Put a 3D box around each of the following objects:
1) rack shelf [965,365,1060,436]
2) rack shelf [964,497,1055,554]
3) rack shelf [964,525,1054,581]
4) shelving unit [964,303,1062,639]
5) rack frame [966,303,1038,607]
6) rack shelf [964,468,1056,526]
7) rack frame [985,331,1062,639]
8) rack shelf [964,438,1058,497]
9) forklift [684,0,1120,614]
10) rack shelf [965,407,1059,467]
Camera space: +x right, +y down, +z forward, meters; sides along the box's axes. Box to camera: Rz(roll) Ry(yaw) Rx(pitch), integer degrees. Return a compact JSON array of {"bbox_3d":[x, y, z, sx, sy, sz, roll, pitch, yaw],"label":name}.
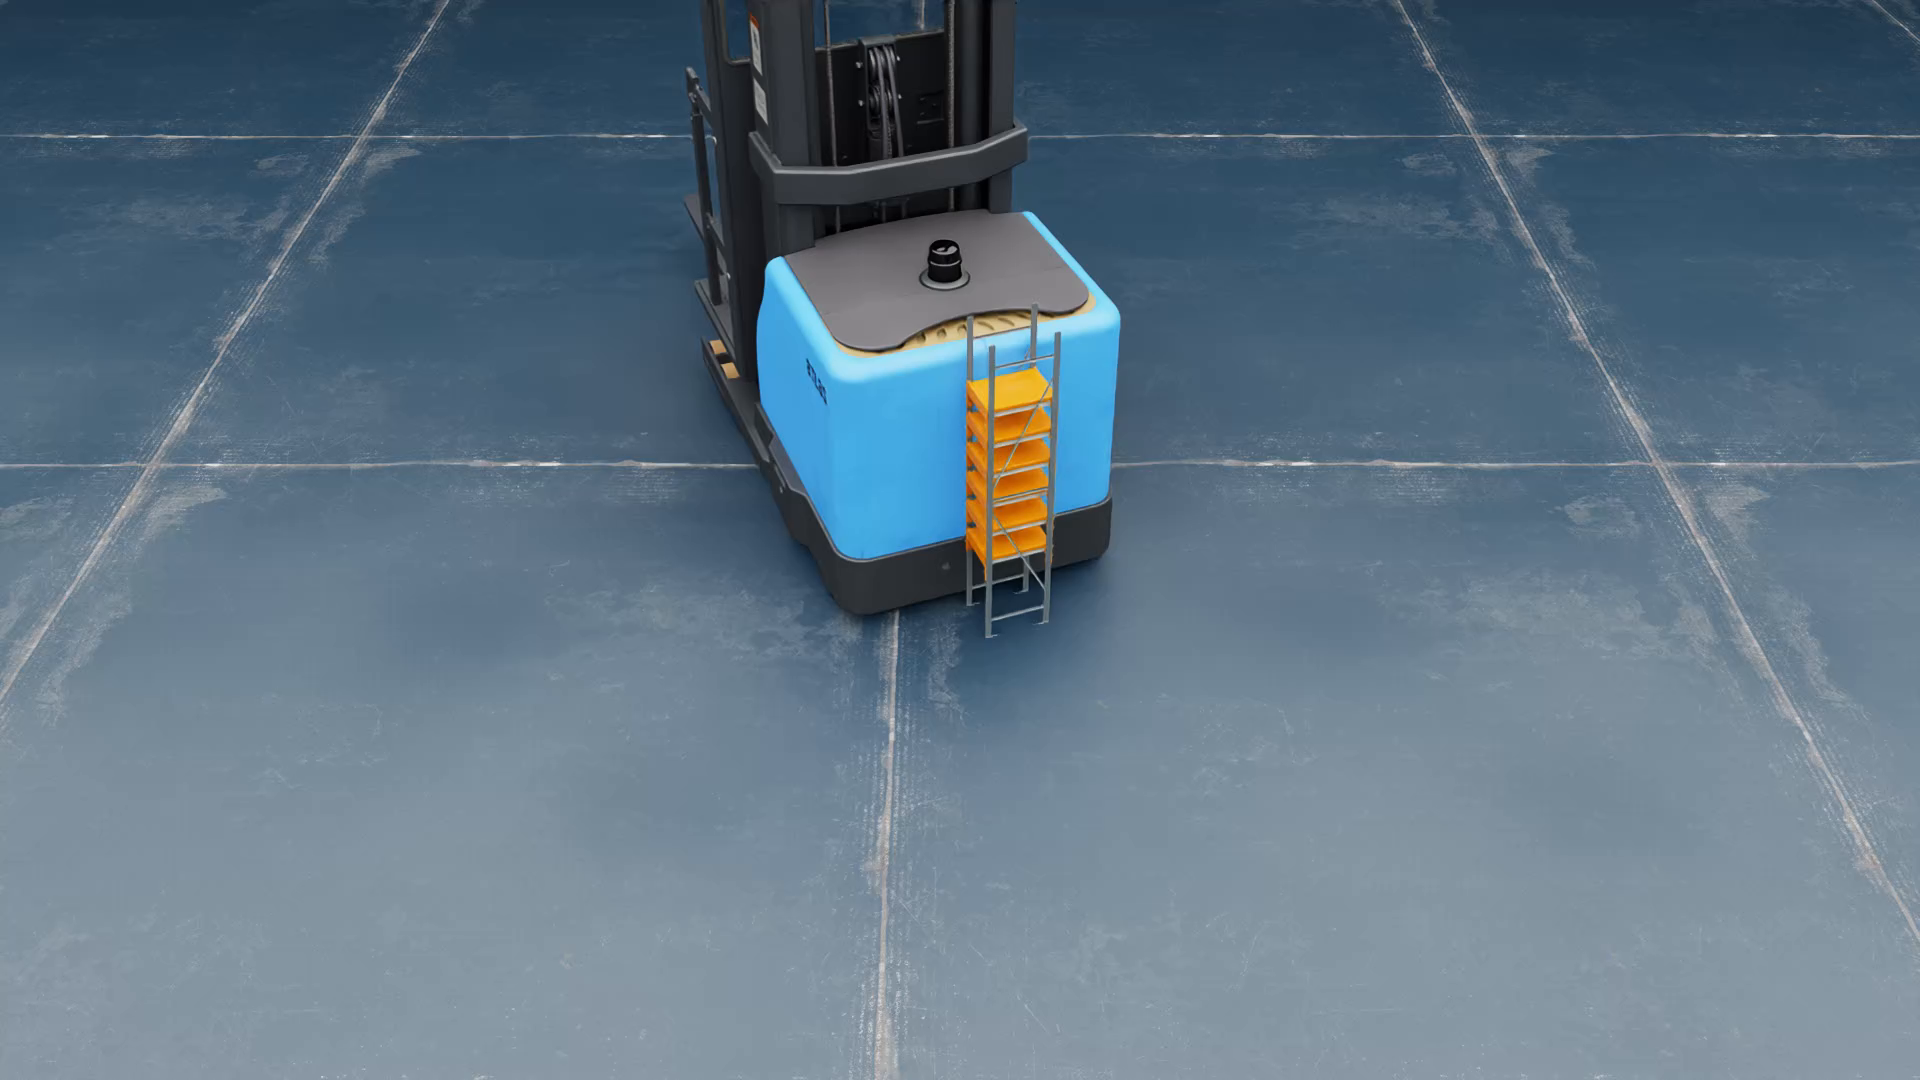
[{"bbox_3d":[0.168,-0.448,5.345,0.258,0.103,0.180,-14,41,-16],"label":"rack shelf"},{"bbox_3d":[0.168,-0.074,5.646,0.258,0.103,0.180,-14,41,-16],"label":"rack shelf"},{"bbox_3d":[0.168,0.020,5.721,0.258,0.103,0.180,-14,41,-16],"label":"rack shelf"},{"bbox_3d":[0.168,-0.202,5.543,0.258,1.200,0.189,-14,41,-16],"label":"shelving unit"},{"bbox_3d":[0.134,-0.256,5.609,0.240,1.200,0.006,-14,41,-16],"label":"rack frame"},{"bbox_3d":[0.168,-0.167,5.571,0.258,0.103,0.180,-14,41,-16],"label":"rack shelf"},{"bbox_3d":[0.201,-0.149,5.476,0.240,1.200,0.006,-14,41,-16],"label":"rack frame"},{"bbox_3d":[0.168,-0.261,5.496,0.258,0.103,0.180,-14,41,-16],"label":"rack shelf"},{"bbox_3d":[-0.455,-1.808,6.163,1.130,2.935,3.031,-14,41,-16],"label":"forklift"},{"bbox_3d":[0.168,-0.355,5.421,0.258,0.103,0.180,-14,41,-16],"label":"rack shelf"}]
